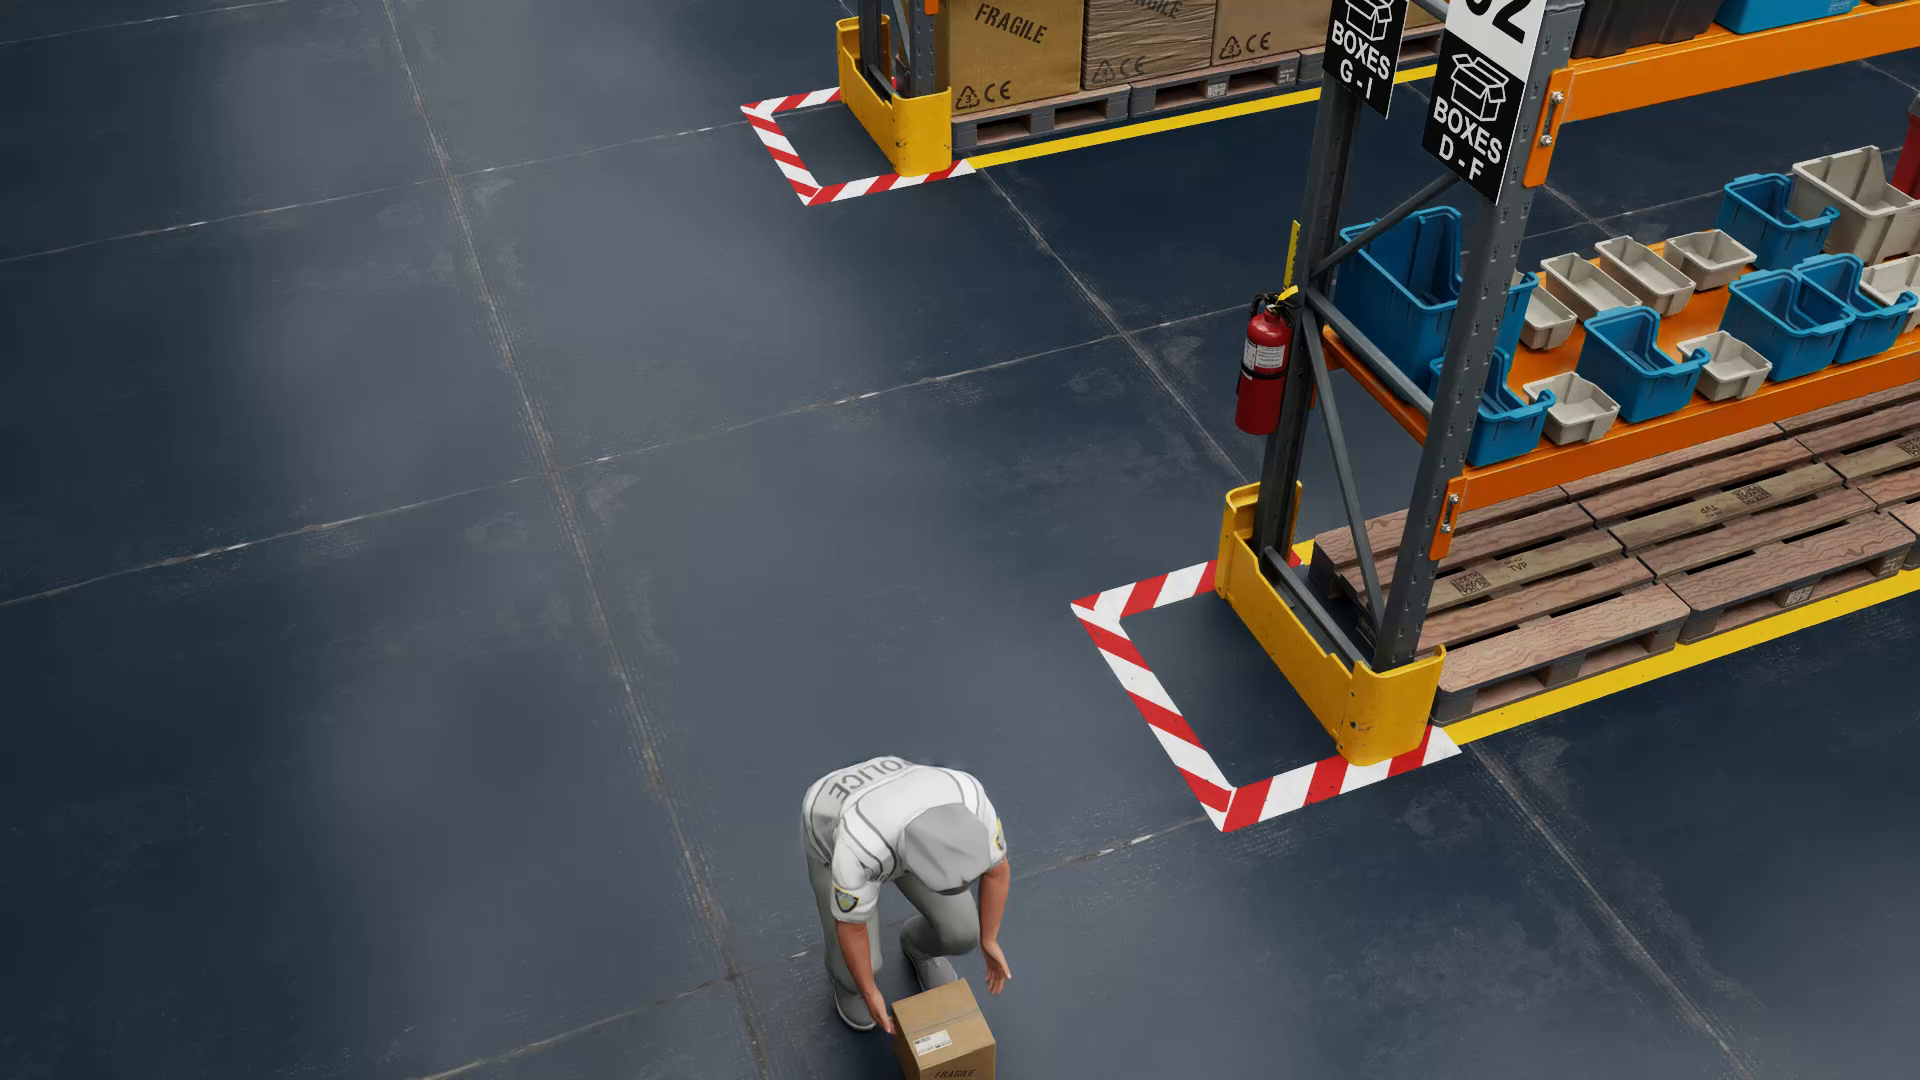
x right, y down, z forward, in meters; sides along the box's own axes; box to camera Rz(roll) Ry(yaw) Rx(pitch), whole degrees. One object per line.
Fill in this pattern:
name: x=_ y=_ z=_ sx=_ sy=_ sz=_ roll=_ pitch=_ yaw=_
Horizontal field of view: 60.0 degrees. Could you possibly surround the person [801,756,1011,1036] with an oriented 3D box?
person: x=-0.167 y=1.097 z=5.283 sx=0.584 sy=1.268 sz=0.872 roll=-15 pitch=44 yaw=-17
